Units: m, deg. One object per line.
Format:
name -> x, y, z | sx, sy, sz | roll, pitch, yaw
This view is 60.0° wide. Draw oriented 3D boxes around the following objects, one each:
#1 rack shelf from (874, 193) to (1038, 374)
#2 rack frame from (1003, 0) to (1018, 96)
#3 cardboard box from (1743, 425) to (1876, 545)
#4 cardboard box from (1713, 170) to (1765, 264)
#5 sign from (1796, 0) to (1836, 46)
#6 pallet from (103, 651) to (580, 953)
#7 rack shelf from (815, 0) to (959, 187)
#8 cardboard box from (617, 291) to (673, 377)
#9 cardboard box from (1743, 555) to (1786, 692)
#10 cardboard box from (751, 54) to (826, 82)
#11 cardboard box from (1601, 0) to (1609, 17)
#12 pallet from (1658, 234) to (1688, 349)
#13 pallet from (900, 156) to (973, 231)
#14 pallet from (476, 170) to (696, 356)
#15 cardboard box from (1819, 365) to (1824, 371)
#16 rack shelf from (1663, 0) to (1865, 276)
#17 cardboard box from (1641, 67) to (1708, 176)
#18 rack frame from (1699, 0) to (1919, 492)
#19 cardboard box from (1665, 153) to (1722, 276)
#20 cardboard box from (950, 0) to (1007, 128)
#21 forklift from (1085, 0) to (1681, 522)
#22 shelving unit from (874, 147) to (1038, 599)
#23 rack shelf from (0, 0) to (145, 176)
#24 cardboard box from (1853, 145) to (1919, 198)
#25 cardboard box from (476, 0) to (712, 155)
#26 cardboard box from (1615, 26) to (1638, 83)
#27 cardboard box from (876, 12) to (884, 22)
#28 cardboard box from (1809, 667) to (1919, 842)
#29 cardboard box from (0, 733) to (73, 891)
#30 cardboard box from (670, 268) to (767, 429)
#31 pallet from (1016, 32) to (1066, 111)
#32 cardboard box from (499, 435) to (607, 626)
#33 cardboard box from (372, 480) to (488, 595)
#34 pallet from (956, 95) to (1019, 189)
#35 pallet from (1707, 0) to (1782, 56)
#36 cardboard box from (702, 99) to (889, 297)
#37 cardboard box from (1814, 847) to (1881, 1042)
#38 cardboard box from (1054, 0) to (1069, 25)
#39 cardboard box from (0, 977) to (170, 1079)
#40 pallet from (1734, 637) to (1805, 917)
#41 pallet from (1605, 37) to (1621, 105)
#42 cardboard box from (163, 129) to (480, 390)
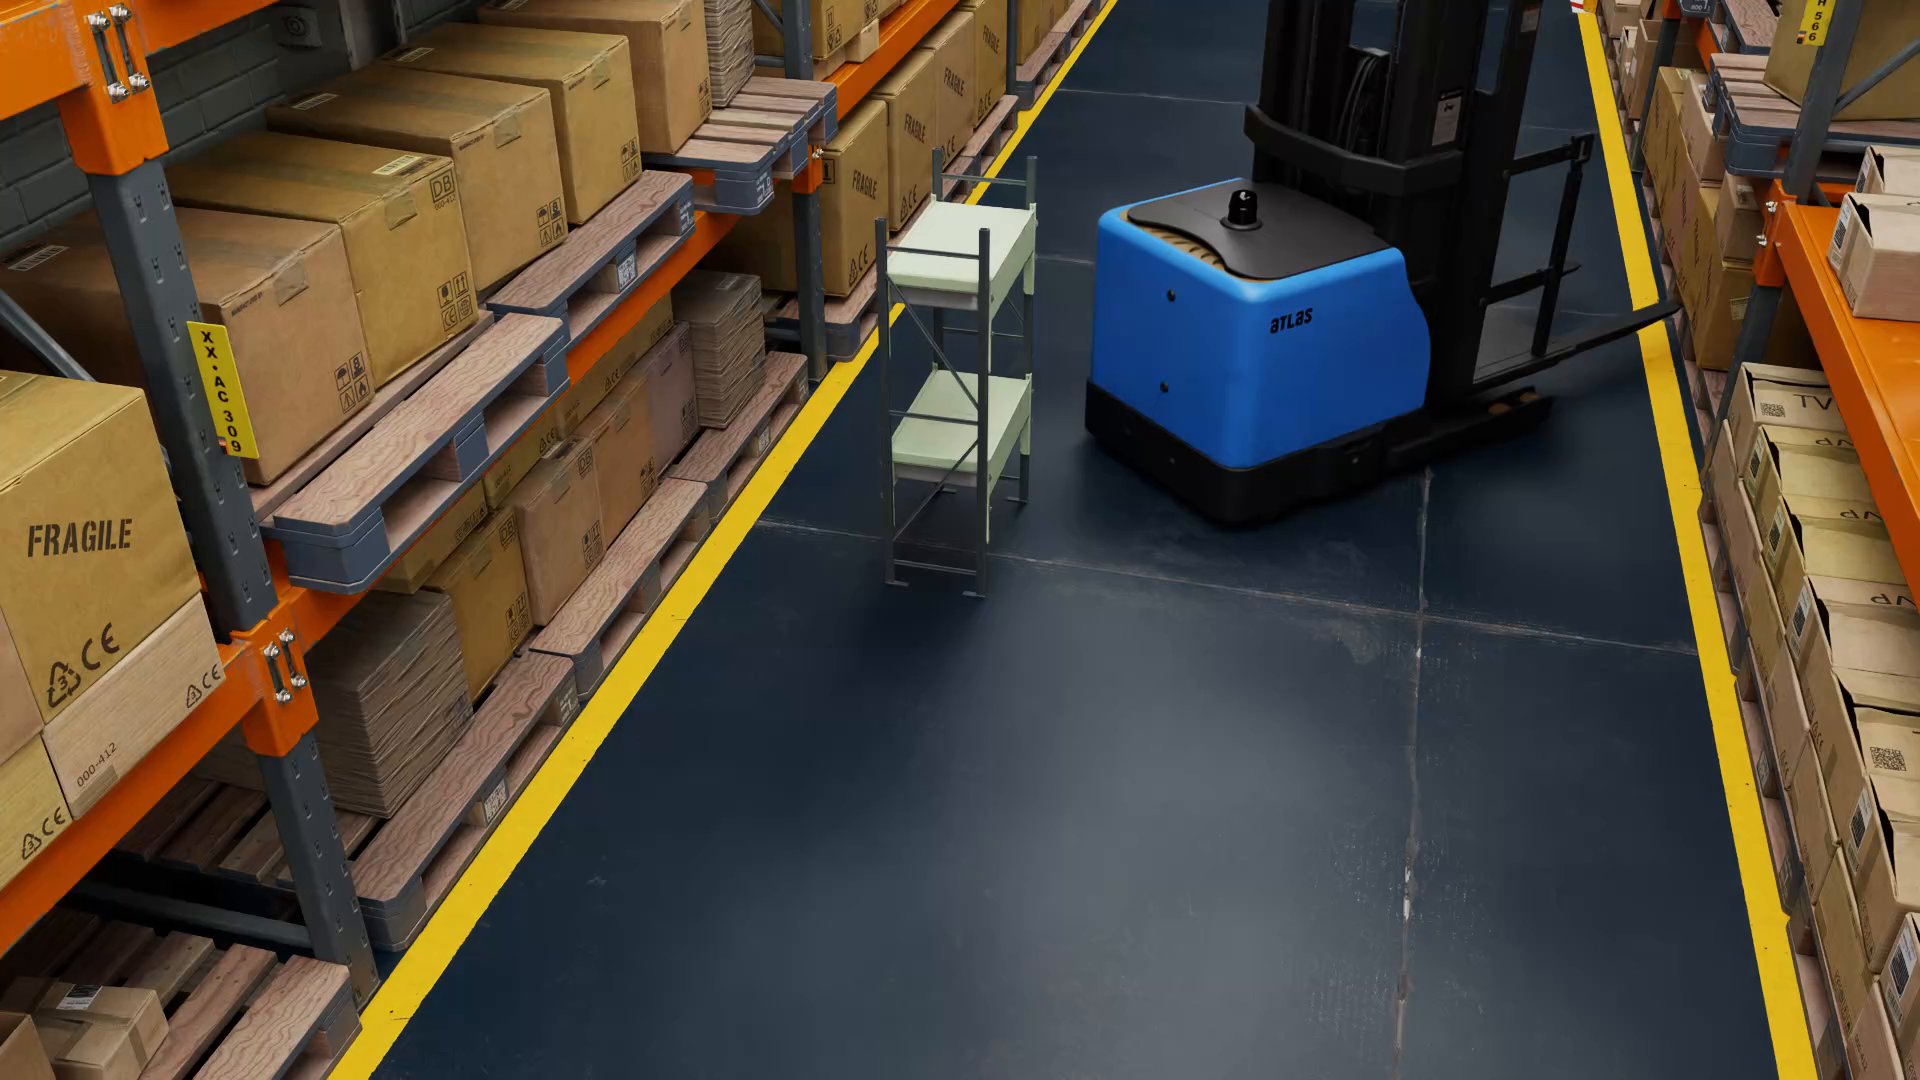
rack shelf -> -0.002, -0.959, 6.133 | 0.431, 0.370, 0.720 | 8, 33, 12
rack frame -> -0.121, -4.183, 10.534 | 1.000, 3.000, 0.127 | 8, 33, 12
cardboard box -> 3.114, -0.183, 5.891 | 0.500, 0.311, 0.500 | 7, 33, 11
cardboard box -> 3.677, -1.429, 7.424 | 0.500, 0.250, 0.500 | 9, 34, 14
sign -> 3.129, -1.959, 6.031 | 0.100, 0.325, 0.005 | 8, 33, 12
pallet -> -1.955, 0.741, 5.388 | 1.003, 0.211, 1.213 | 8, 33, 12
rack shelf -> -0.629, -2.842, 9.095 | 1.077, 0.370, 4.000 | 8, 33, 12
cardboard box -> -1.474, -0.887, 6.570 | 0.500, 0.250, 0.500 | 9, 33, 13
cardboard box -> 2.987, 0.311, 5.636 | 0.500, 0.250, 0.500 | 7, 33, 11
cardboard box -> -0.829, -2.149, 7.551 | 0.380, 0.149, 0.250 | 8, 33, 12
cardboard box -> 5.147, -4.109, 12.570 | 0.500, 0.250, 0.500 | 8, 33, 12
pallet -> 4.194, -1.272, 8.554 | 1.003, 0.211, 1.213 | 8, 33, 12
pallet -> -0.552, -1.961, 9.638 | 1.003, 0.211, 1.213 | 8, 33, 12
pallet -> -1.599, -0.994, 5.696 | 1.003, 0.211, 1.213 | 8, 33, 12
cardboard box -> 4.176, -1.036, 7.503 | 0.500, 0.500, 0.500 | 7, 33, 11
rack shelf -> 4.164, -2.169, 8.037 | 1.077, 0.370, 4.000 | 8, 33, 12
cardboard box -> 4.313, -2.424, 9.687 | 0.500, 0.500, 0.500 | 7, 33, 10
rack frame -> 3.656, -1.435, 6.212 | 1.000, 3.000, 0.127 | 8, 33, 12
cardboard box -> 3.925, -1.625, 8.430 | 0.500, 0.500, 0.500 | 7, 33, 11
cardboard box -> -0.160, -3.098, 10.440 | 0.750, 0.750, 0.750 | 8, 33, 13
forklift -> 2.074, -1.903, 7.011 | 3.031, 2.935, 1.130 | -19, 37, -27
shelving unit -> -0.002, -0.629, 6.342 | 0.431, 1.500, 0.755 | 8, 33, 12
rack shelf -> -2.659, 0.044, 1.760 | 1.077, 0.370, 4.000 | 8, 33, 12
cardboard box -> 3.522, -1.215, 5.948 | 0.500, 0.311, 0.500 | 10, 34, 15
cardboard box -> -1.361, -1.797, 6.277 | 0.700, 0.500, 0.500 | 5, 33, 8
cardboard box -> 4.732, -3.285, 11.218 | 0.500, 0.311, 0.500 | 8, 33, 12
cardboard box -> -0.605, -2.688, 8.399 | 0.380, 0.149, 0.250 | 9, 33, 13
cardboard box -> 2.722, 0.608, 4.646 | 0.500, 0.311, 0.500 | 8, 33, 12
cardboard box -> -2.113, 0.567, 3.183 | 0.500, 0.250, 0.500 | 8, 33, 13
cardboard box -> -1.268, -0.858, 7.223 | 0.700, 0.500, 0.500 | 8, 33, 13
pallet -> 0.148, -3.391, 11.887 | 1.003, 0.211, 1.213 | 8, 33, 12
cardboard box -> -1.729, -0.081, 6.002 | 0.700, 0.500, 0.500 | 8, 33, 13
cardboard box -> -1.872, -0.092, 5.320 | 0.500, 0.250, 0.500 | 7, 33, 11
pallet -> -0.244, -2.596, 10.637 | 1.003, 0.211, 1.213 | 8, 33, 12
pallet -> 4.145, -2.364, 7.851 | 1.003, 0.211, 1.213 | 8, 33, 12
cardboard box -> -0.823, -1.741, 8.306 | 0.750, 0.750, 0.750 | 8, 33, 12
cardboard box -> 2.596, 1.107, 4.385 | 0.500, 0.250, 0.500 | 8, 33, 12
cardboard box -> 0.431, -4.206, 12.509 | 0.700, 0.500, 0.500 | 9, 33, 14
cardboard box -> -2.258, 1.260, 4.203 | 0.380, 0.166, 0.250 | 4, 33, 6
pallet -> 3.098, 0.795, 5.303 | 1.003, 0.211, 1.213 | 8, 33, 12
pallet -> 5.154, -3.325, 11.784 | 1.003, 0.211, 1.213 | 8, 33, 12
cardboard box -> -1.840, -0.808, 4.722 | 0.700, 0.500, 0.500 | 11, 34, 17
